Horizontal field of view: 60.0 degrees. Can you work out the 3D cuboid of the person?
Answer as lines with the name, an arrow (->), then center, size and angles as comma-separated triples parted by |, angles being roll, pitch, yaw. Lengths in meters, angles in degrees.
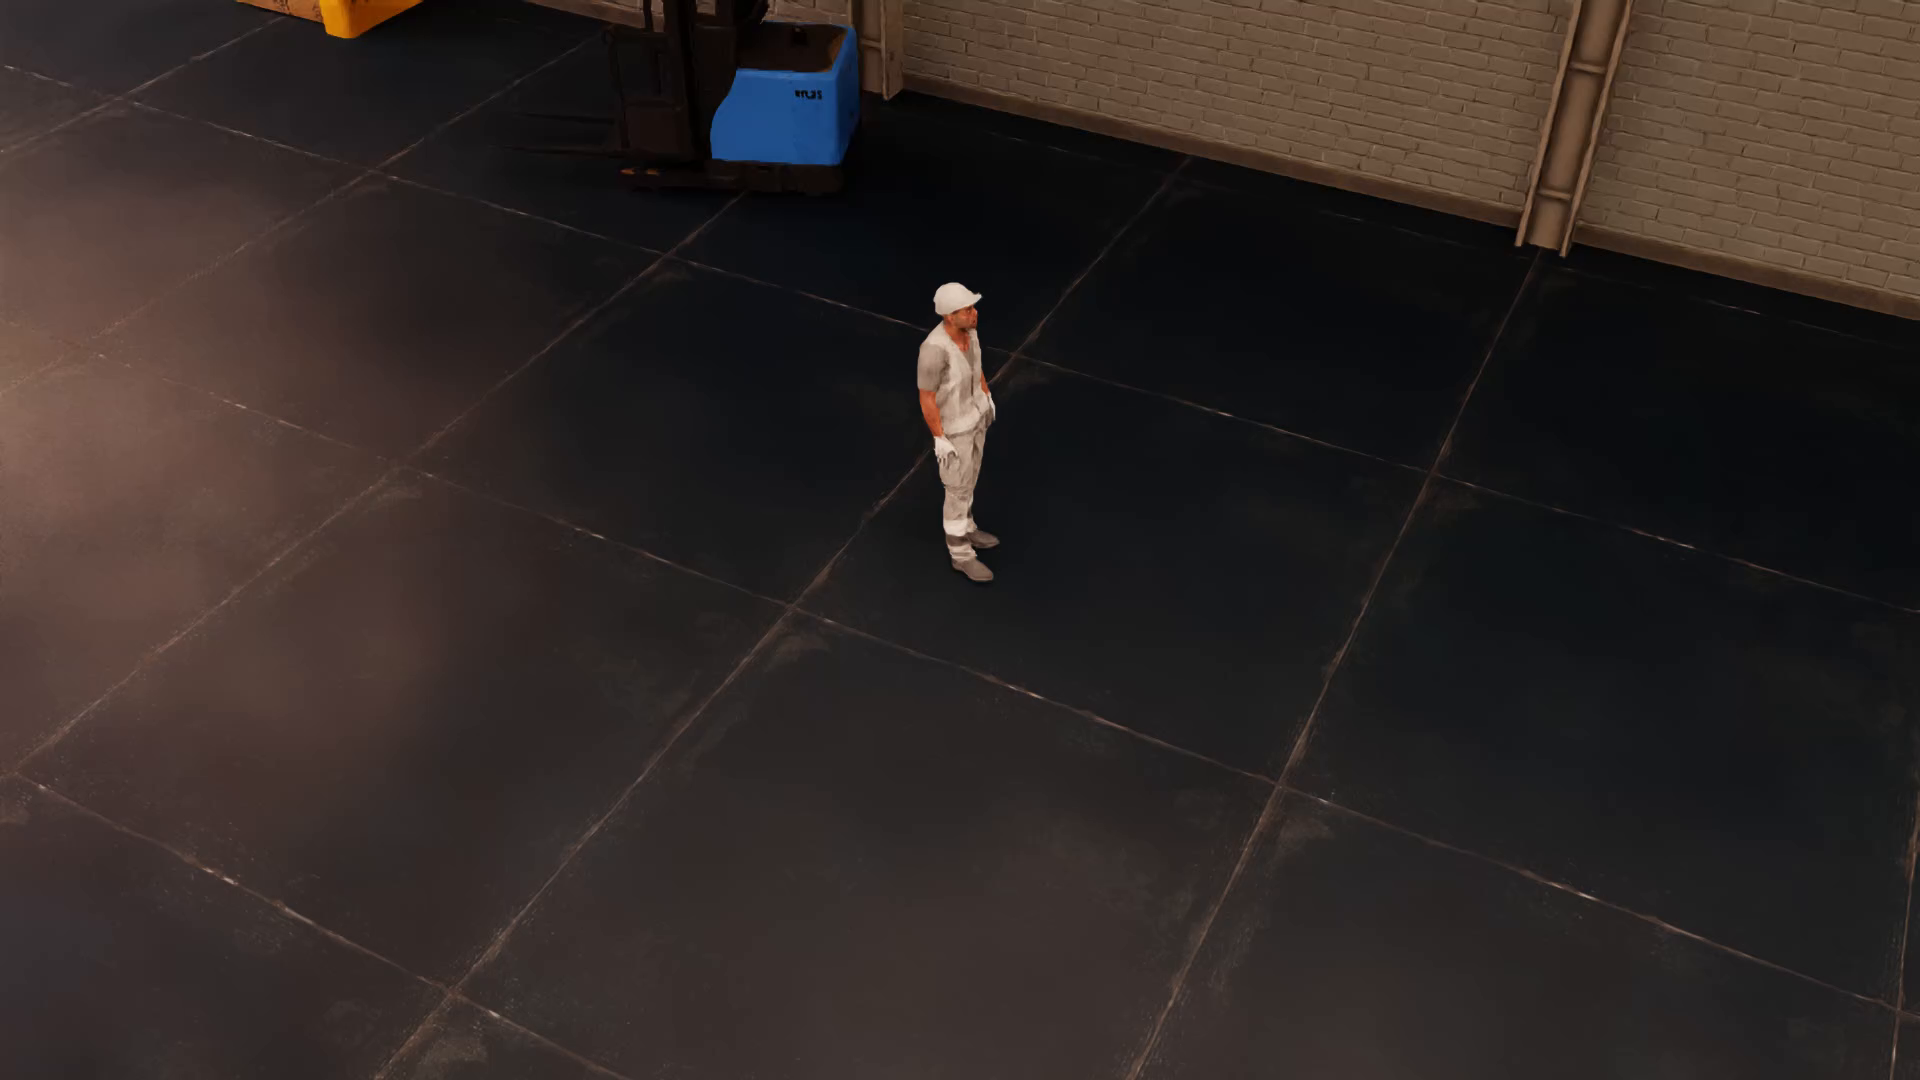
person -> 0.066, -0.659, 9.645 | 0.563, 1.787, 0.637 | 18, 43, 21

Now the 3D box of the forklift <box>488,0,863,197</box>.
forklift -> -2.386, -4.330, 13.127 | 3.031, 2.935, 1.130 | 5, 40, 6
